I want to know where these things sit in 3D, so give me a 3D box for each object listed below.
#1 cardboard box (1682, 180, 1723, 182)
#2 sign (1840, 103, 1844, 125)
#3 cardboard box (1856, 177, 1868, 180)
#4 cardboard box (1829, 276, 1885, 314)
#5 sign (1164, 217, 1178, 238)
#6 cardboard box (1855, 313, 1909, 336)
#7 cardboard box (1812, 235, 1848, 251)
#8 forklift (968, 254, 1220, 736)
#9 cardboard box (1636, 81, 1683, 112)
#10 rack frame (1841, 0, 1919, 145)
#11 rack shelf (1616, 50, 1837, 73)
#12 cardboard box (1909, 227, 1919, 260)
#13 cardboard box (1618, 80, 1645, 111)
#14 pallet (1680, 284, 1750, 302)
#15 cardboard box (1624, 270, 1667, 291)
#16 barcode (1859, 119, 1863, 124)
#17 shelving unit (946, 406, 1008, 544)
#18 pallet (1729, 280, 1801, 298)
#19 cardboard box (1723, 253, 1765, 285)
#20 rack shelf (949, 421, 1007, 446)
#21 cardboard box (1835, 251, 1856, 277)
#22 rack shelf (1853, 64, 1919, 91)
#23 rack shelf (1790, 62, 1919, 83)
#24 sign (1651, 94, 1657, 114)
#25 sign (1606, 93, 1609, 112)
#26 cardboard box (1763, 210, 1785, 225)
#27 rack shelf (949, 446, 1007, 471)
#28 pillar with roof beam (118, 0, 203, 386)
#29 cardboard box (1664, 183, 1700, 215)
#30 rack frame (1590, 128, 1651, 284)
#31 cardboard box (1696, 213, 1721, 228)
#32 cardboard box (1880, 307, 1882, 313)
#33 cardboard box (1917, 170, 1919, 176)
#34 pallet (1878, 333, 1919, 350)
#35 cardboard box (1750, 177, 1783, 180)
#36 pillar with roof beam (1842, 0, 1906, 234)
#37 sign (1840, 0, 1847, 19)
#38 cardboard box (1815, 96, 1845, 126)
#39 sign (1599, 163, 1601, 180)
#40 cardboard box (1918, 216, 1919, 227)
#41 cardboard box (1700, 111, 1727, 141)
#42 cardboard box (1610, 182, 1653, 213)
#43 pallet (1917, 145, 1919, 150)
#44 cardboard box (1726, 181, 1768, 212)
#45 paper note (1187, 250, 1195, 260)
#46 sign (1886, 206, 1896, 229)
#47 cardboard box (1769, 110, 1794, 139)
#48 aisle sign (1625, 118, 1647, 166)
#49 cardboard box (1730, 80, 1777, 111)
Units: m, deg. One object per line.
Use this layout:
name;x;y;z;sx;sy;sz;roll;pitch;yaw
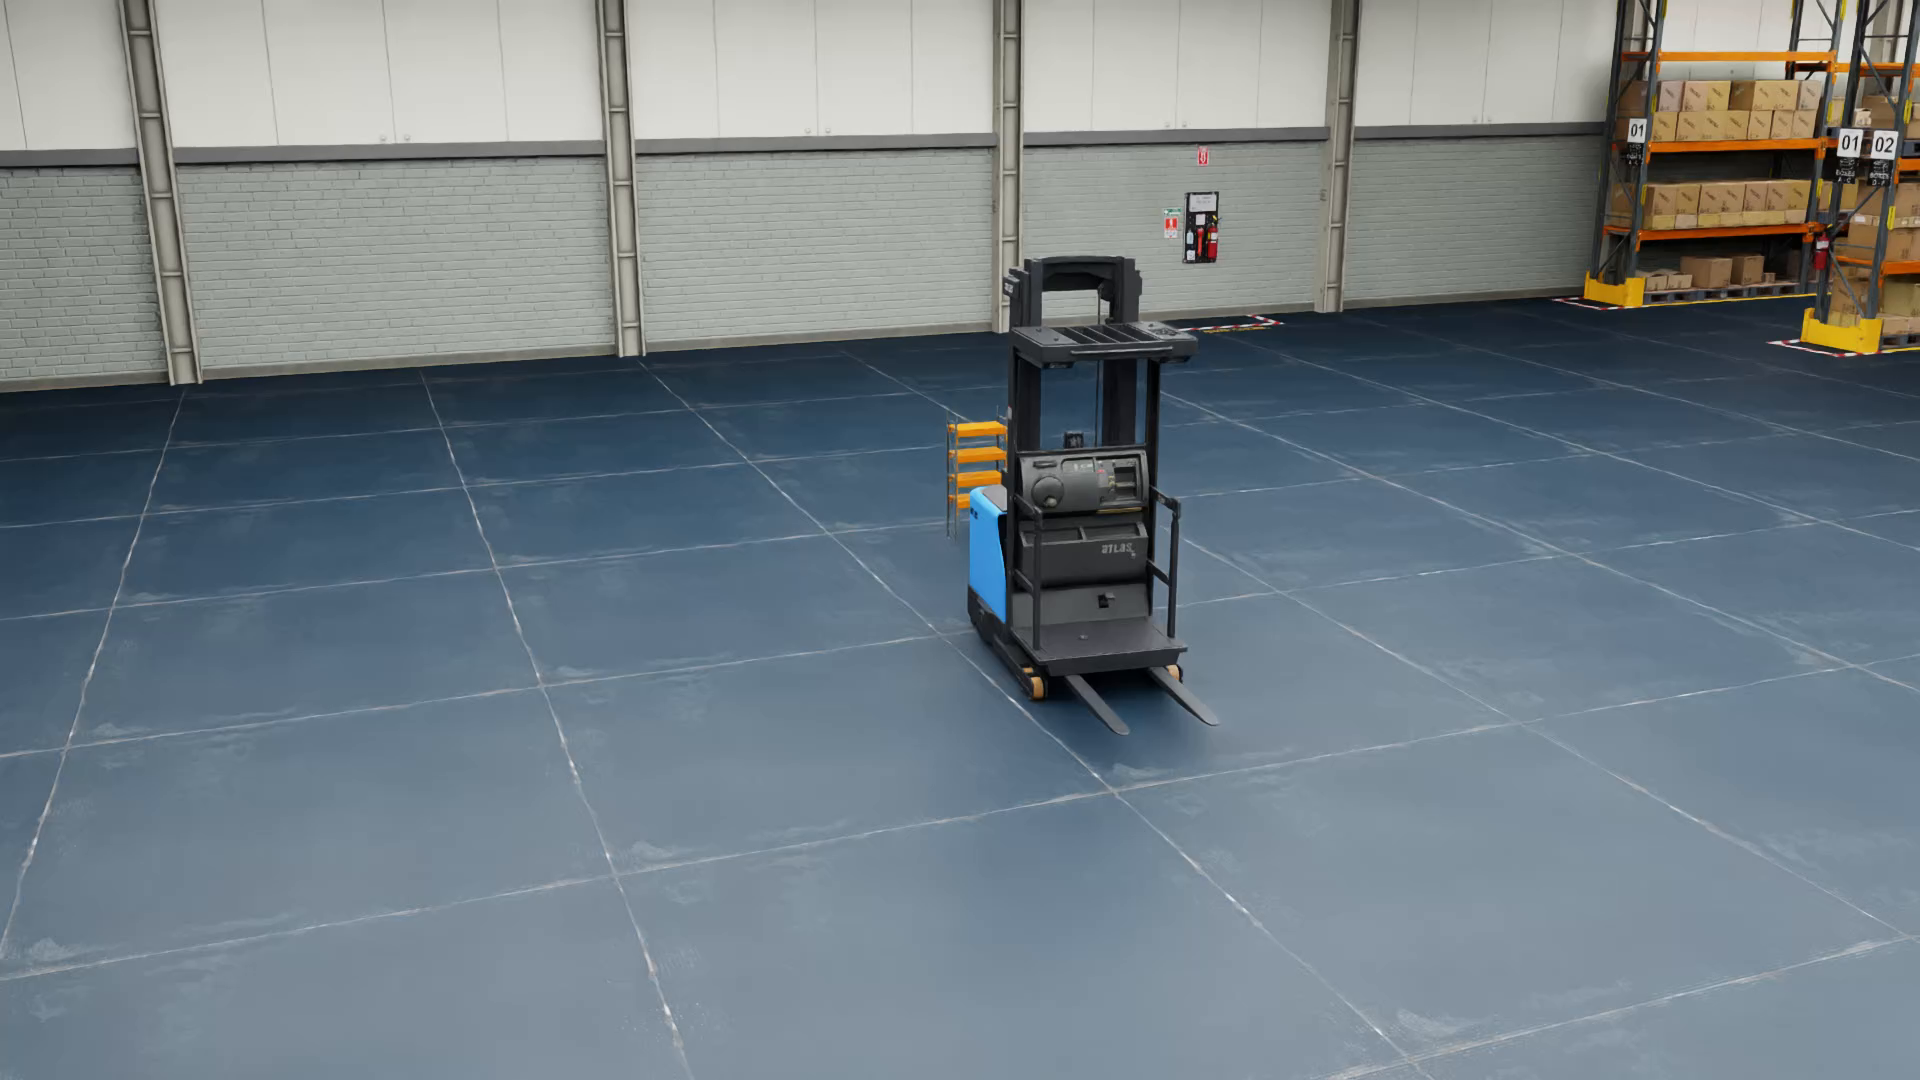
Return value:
cardboard box;13.392;-6.244;30.090;0.500;0.500;0.500;-6;17;-19
sign;13.198;-6.359;24.825;0.005;0.325;0.100;-6;17;-20
cardboard box;16.954;-6.525;31.188;0.500;0.500;0.700;-4;17;-12
cardboard box;13.773;-3.763;25.544;0.500;0.500;0.500;-6;17;-20
sign;3.470;-5.134;27.346;0.234;0.329;0.001;-6;17;-20
cardboard box;13.960;-3.266;25.183;0.500;0.250;0.500;-6;17;-20
cardboard box;16.430;-5.590;31.287;0.500;0.250;0.500;-7;18;-21
forklift;0.932;-0.418;11.470;1.130;2.935;3.031;-4;17;-14
cardboard box;12.050;-7.643;28.642;0.500;0.500;0.500;-8;18;-24
rack frame;13.379;-7.267;24.025;0.127;3.000;1.000;-6;17;-20
rack shelf;13.471;-8.425;29.250;4.000;0.370;1.077;-6;17;-20
cardboard box;14.308;-4.534;25.190;0.500;0.500;0.700;-6;17;-19
cardboard box;11.912;-7.780;29.109;0.500;0.500;0.500;-5;17;-18
pallet;13.583;-4.556;30.389;1.213;0.211;1.003;-6;17;-20
cardboard box;12.281;-4.658;29.781;0.500;0.311;0.500;-8;18;-26
barcode;13.488;-6.263;24.902;0.075;0.075;0.001;-6;17;-20
shelving unit;0.155;-0.592;15.138;0.503;1.200;0.258;-6;17;-20
pallet;14.724;-4.680;30.811;1.213;0.211;1.003;-6;17;-20
cardboard box;14.383;-4.991;30.579;0.500;0.500;0.500;-8;18;-24
rack shelf;0.155;-0.969;15.027;0.480;0.148;0.258;-6;17;-20
cardboard box;16.484;-5.250;31.461;0.500;0.500;0.700;-7;18;-21
rack shelf;15.247;-6.931;24.869;4.000;0.370;1.077;-6;17;-20
rack shelf;17.206;-8.638;30.680;4.000;0.370;1.077;-6;17;-20
sign;11.797;-7.407;28.275;0.005;0.325;0.100;-6;17;-20
sign;11.423;-7.703;29.264;0.005;0.325;0.100;-6;17;-20
cardboard box;14.536;-5.857;30.101;0.500;0.250;0.500;-6;17;-20
rack shelf;0.155;-0.742;15.094;0.480;0.148;0.258;-6;17;-20
pillar with roof beam;-8.923;-5.316;17.380;0.400;9.000;9.100;-6;17;-20
cardboard box;12.622;-6.005;29.275;0.500;0.500;0.500;-6;17;-20
rack frame;11.603;-5.691;29.307;0.127;3.000;1.000;-6;17;-20
cardboard box;13.130;-5.701;29.569;0.500;0.250;0.500;-6;18;-21
cardboard box;14.237;-3.456;25.830;0.500;0.250;0.500;-6;17;-20
cardboard box;18.467;-6.989;31.617;0.250;0.149;0.380;-9;19;-29
pallet;14.078;-3.139;25.563;1.213;0.211;1.003;-6;17;-20
cardboard box;14.825;-6.400;30.619;0.500;0.500;0.500;-7;18;-21
pillar with roof beam;19.090;-8.340;27.680;0.400;9.000;9.100;-6;17;-20
sign;15.515;-9.315;29.200;0.005;0.325;0.100;-6;17;-20
cardboard box;15.877;-7.817;30.301;0.500;0.500;0.500;-4;17;-12
sign;11.423;-6.547;29.604;0.005;0.325;0.100;-6;17;-20
cardboard box;14.302;-4.783;24.884;0.250;0.149;0.380;-6;17;-20
cardboard box;13.003;-7.254;29.093;0.500;0.500;0.500;-5;17;-18
cardboard box;11.967;-6.092;29.572;0.500;0.500;0.500;-6;18;-21
pallet;15.190;-5.974;25.102;1.213;0.211;1.003;-6;17;-20
cardboard box;14.069;-6.163;29.814;0.500;0.500;0.500;-7;18;-22
paper note;3.833;-4.723;27.574;0.142;0.148;0.016;-6;17;-20
sign;13.572;-4.695;24.238;0.005;0.325;0.100;-6;17;-20
cardboard box;14.478;-7.428;29.684;0.500;0.500;0.500;-8;18;-25
aisle sign;11.643;-6.853;28.647;0.004;0.787;0.394;-6;17;-20
cardboard box;13.976;-7.836;29.299;0.500;0.500;0.500;-7;18;-22
